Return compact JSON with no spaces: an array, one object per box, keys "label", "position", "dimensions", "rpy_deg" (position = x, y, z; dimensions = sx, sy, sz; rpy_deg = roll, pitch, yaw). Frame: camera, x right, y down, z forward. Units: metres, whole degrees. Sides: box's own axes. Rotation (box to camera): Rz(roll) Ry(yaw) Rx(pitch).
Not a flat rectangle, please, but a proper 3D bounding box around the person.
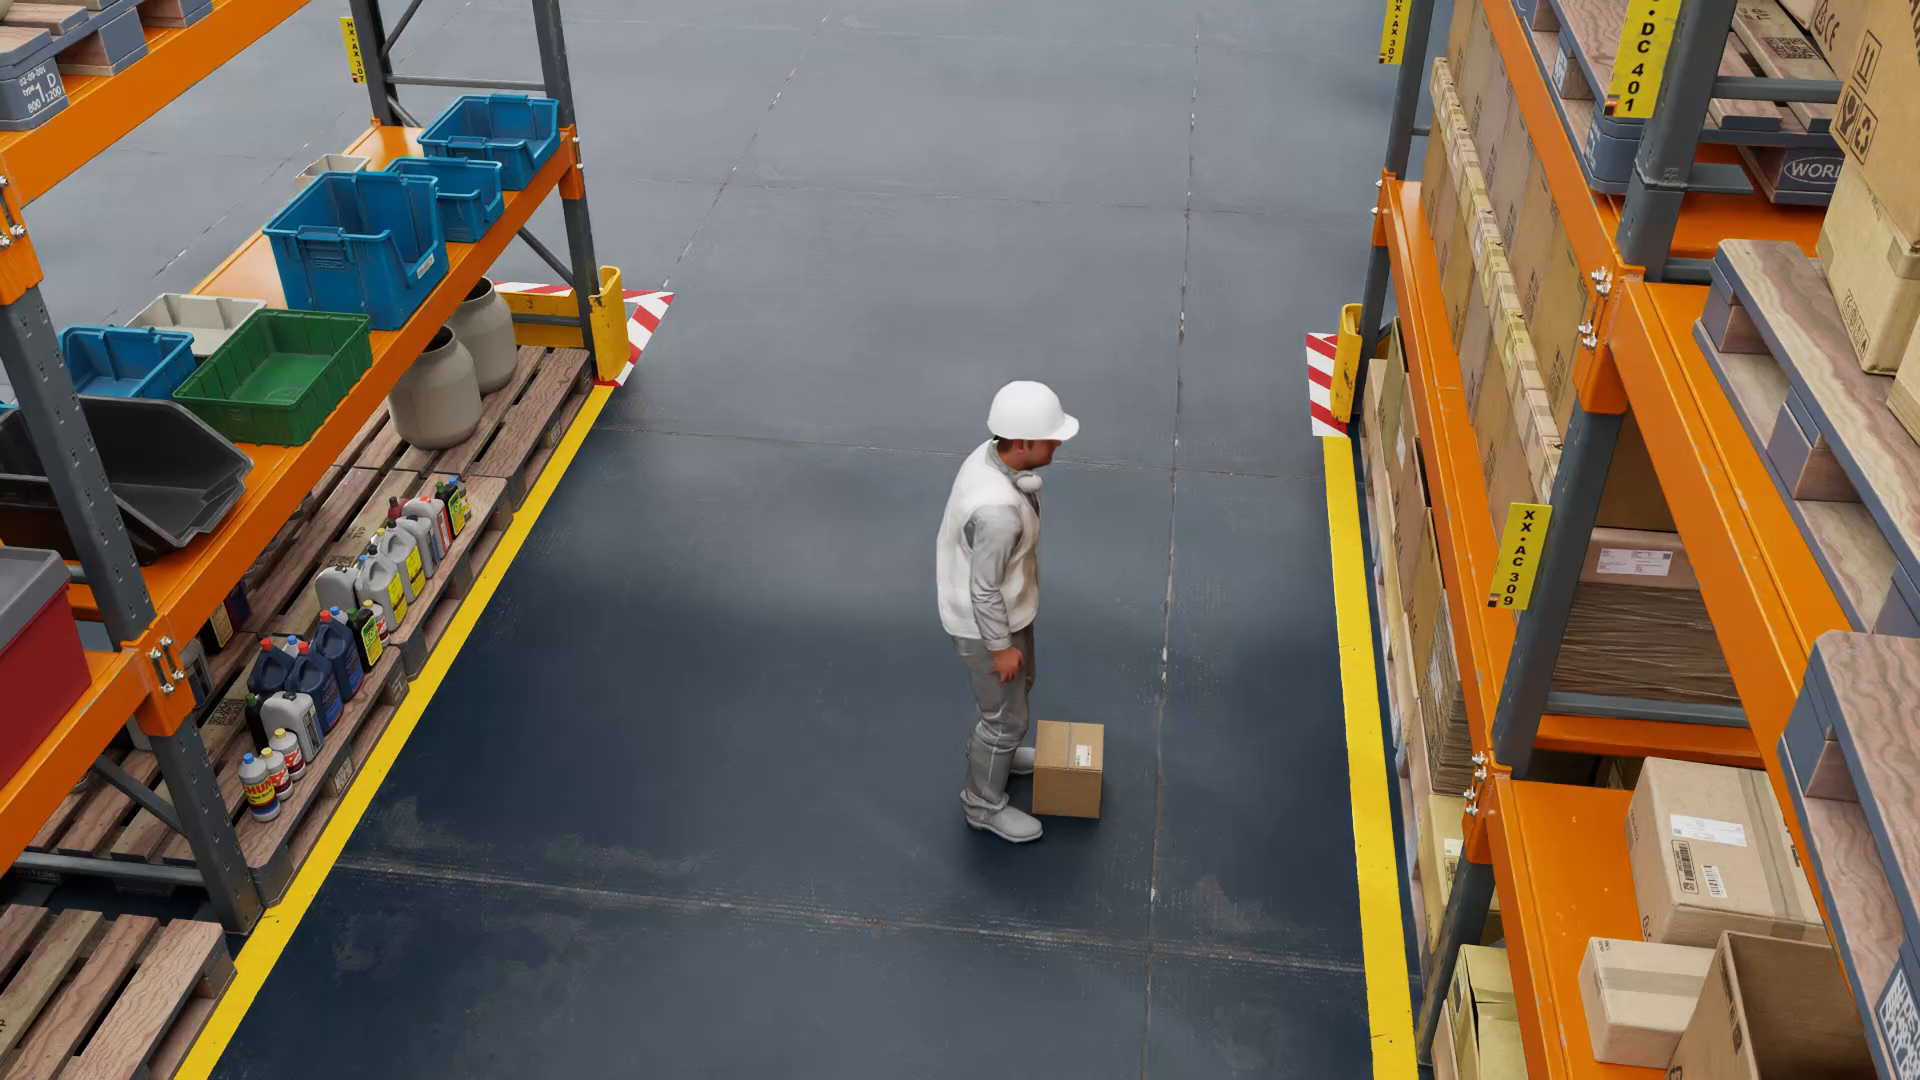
[{"label":"person","position":[0.152,0.232,5.807],"dimensions":[0.463,1.769,0.580],"rpy_deg":[4,36,6]}]
